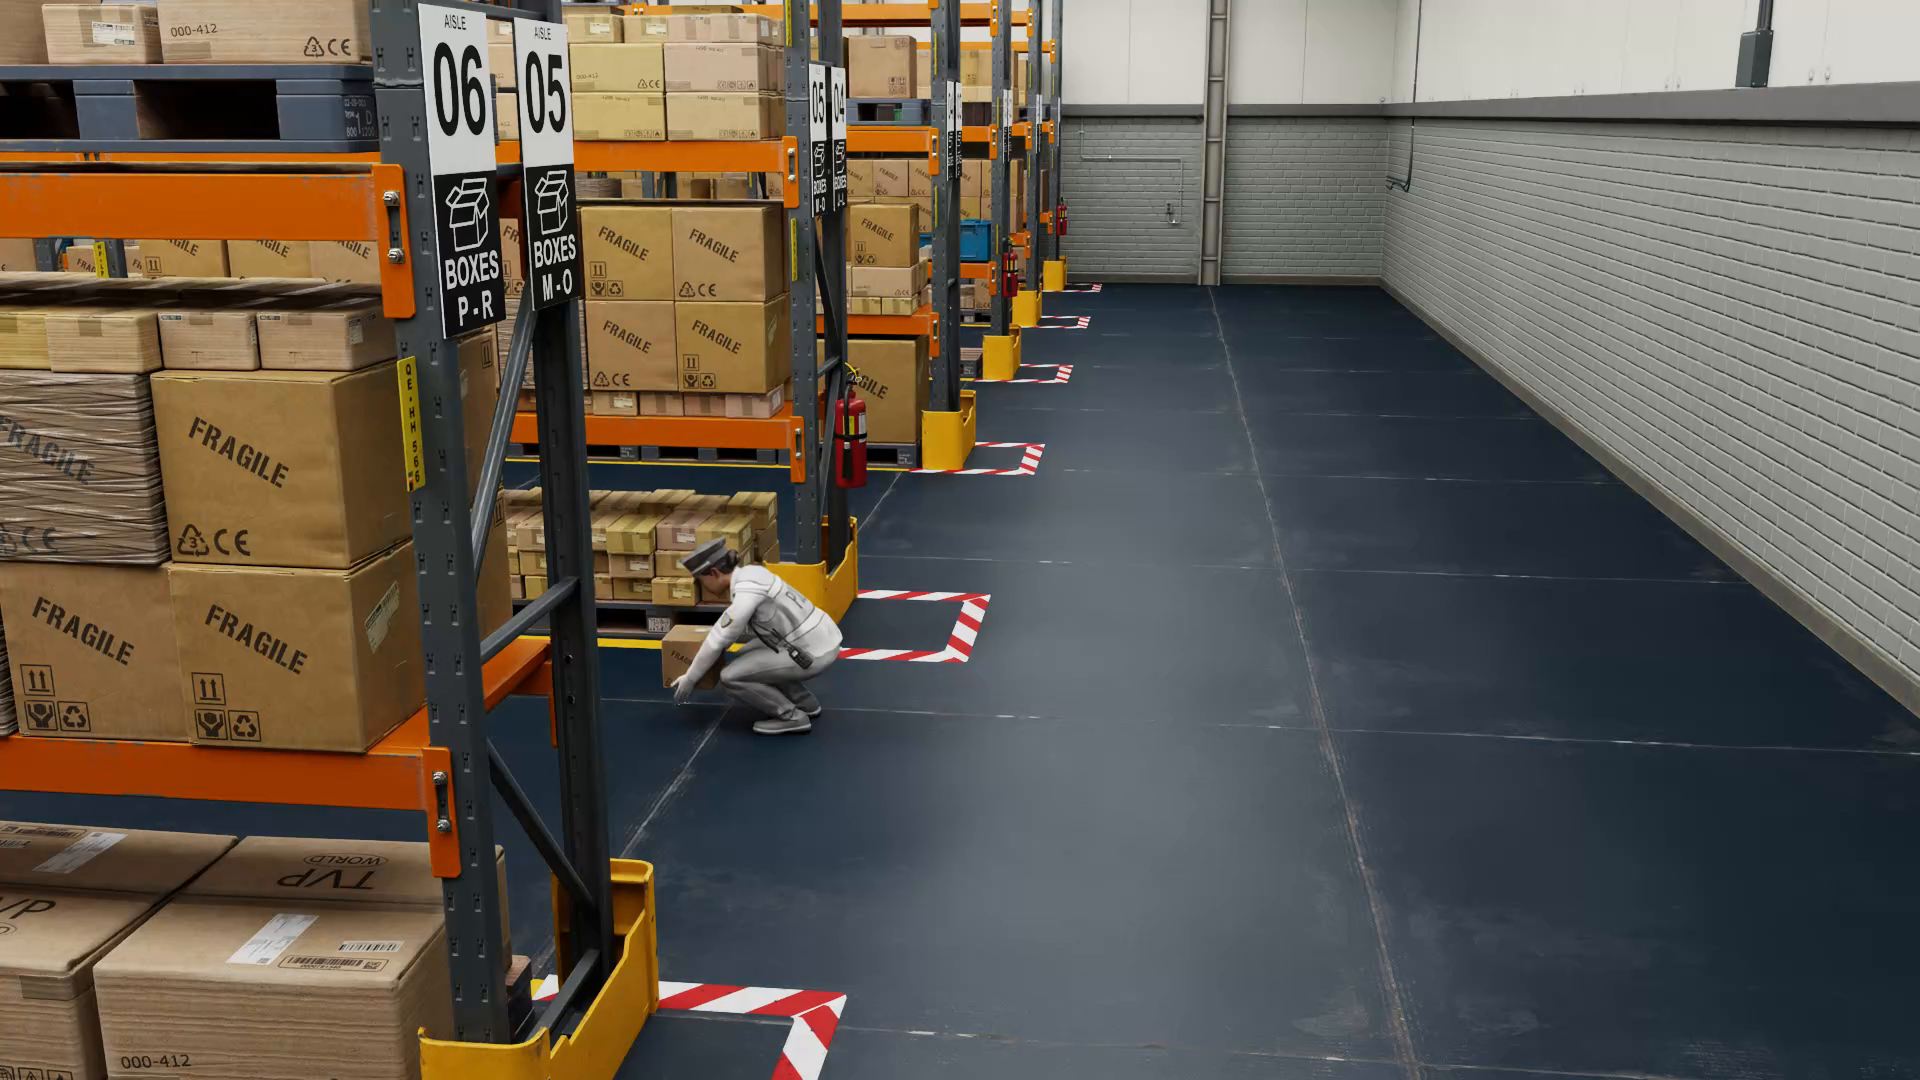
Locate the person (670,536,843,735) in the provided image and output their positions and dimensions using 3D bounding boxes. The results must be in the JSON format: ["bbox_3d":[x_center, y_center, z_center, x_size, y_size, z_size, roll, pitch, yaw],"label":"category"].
[{"bbox_3d":[-1.000,0.448,8.198,0.827,0.967,0.497,1,14,6],"label":"person"}]
